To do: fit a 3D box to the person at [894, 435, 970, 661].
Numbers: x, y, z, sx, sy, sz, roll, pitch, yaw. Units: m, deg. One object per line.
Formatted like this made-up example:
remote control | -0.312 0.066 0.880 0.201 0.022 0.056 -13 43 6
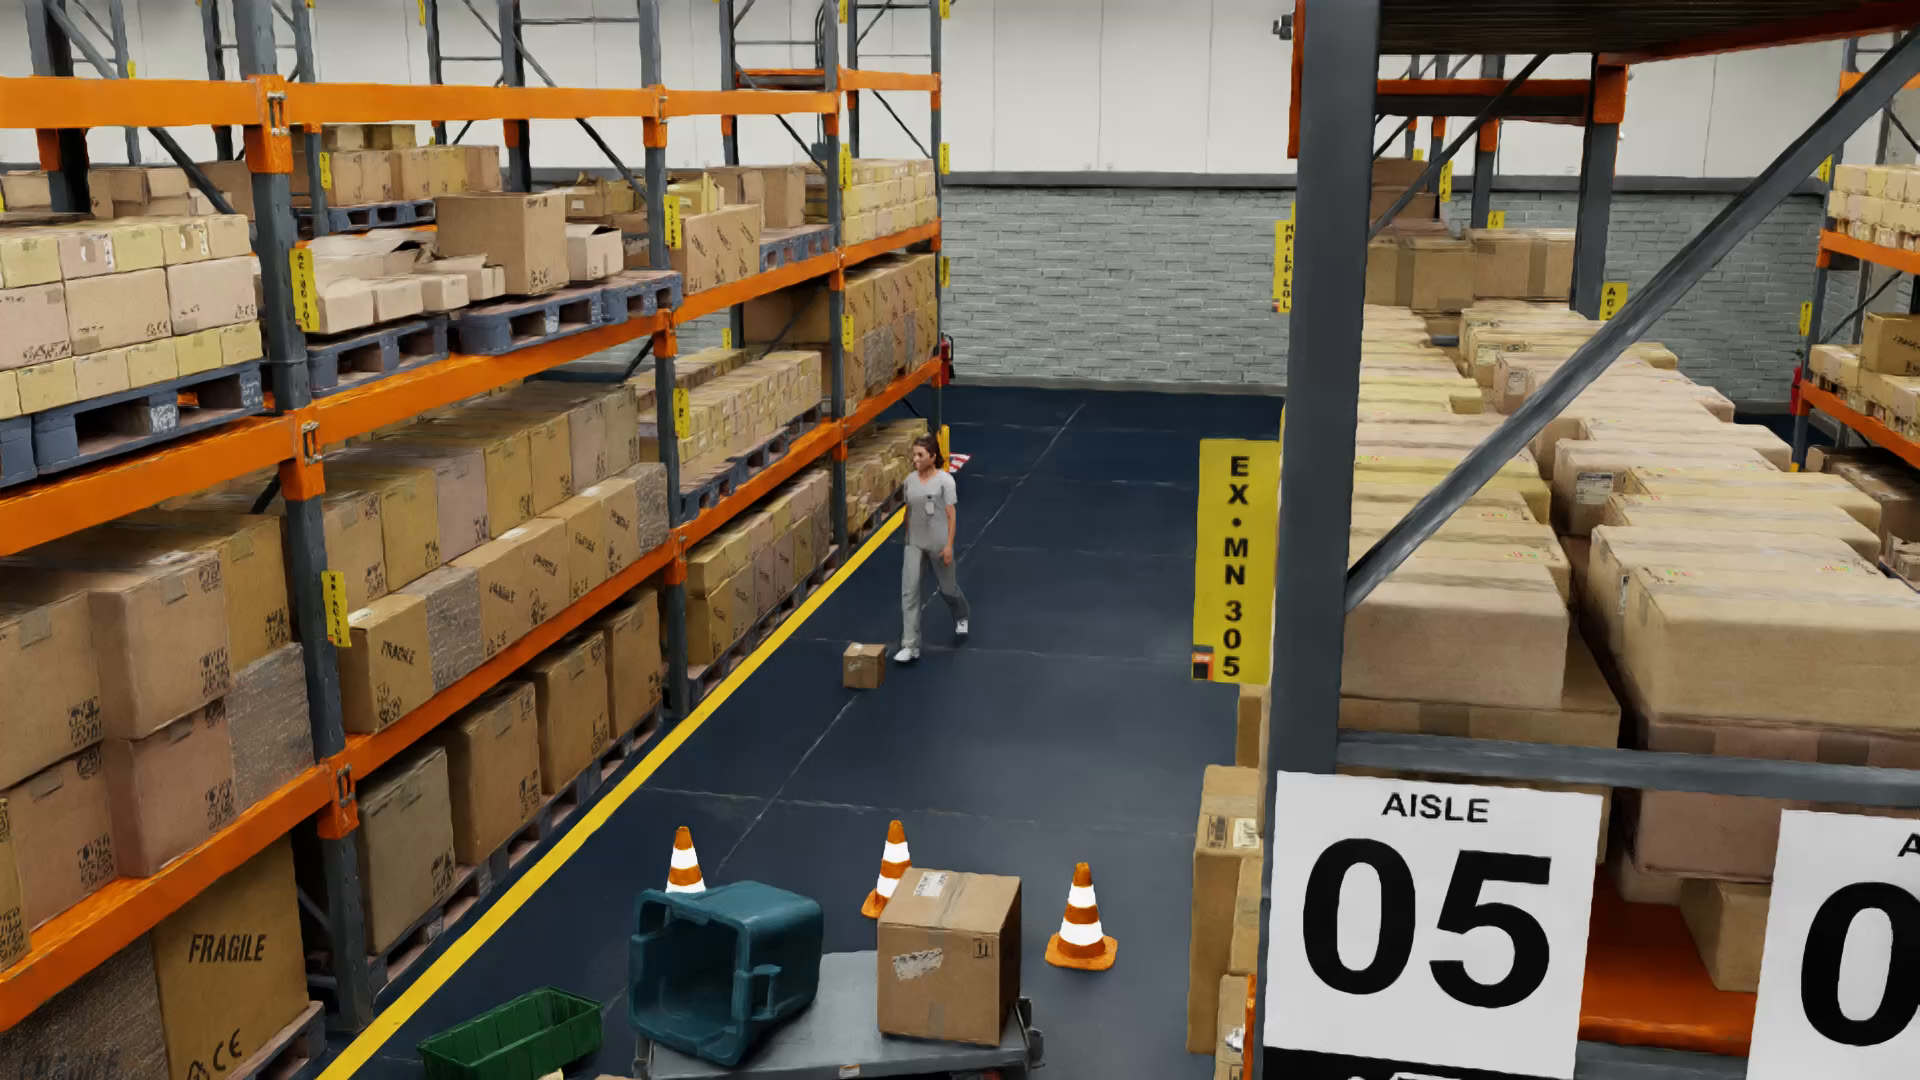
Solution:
person | -0.225 0.029 12.409 0.443 1.653 0.922 5 16 19
